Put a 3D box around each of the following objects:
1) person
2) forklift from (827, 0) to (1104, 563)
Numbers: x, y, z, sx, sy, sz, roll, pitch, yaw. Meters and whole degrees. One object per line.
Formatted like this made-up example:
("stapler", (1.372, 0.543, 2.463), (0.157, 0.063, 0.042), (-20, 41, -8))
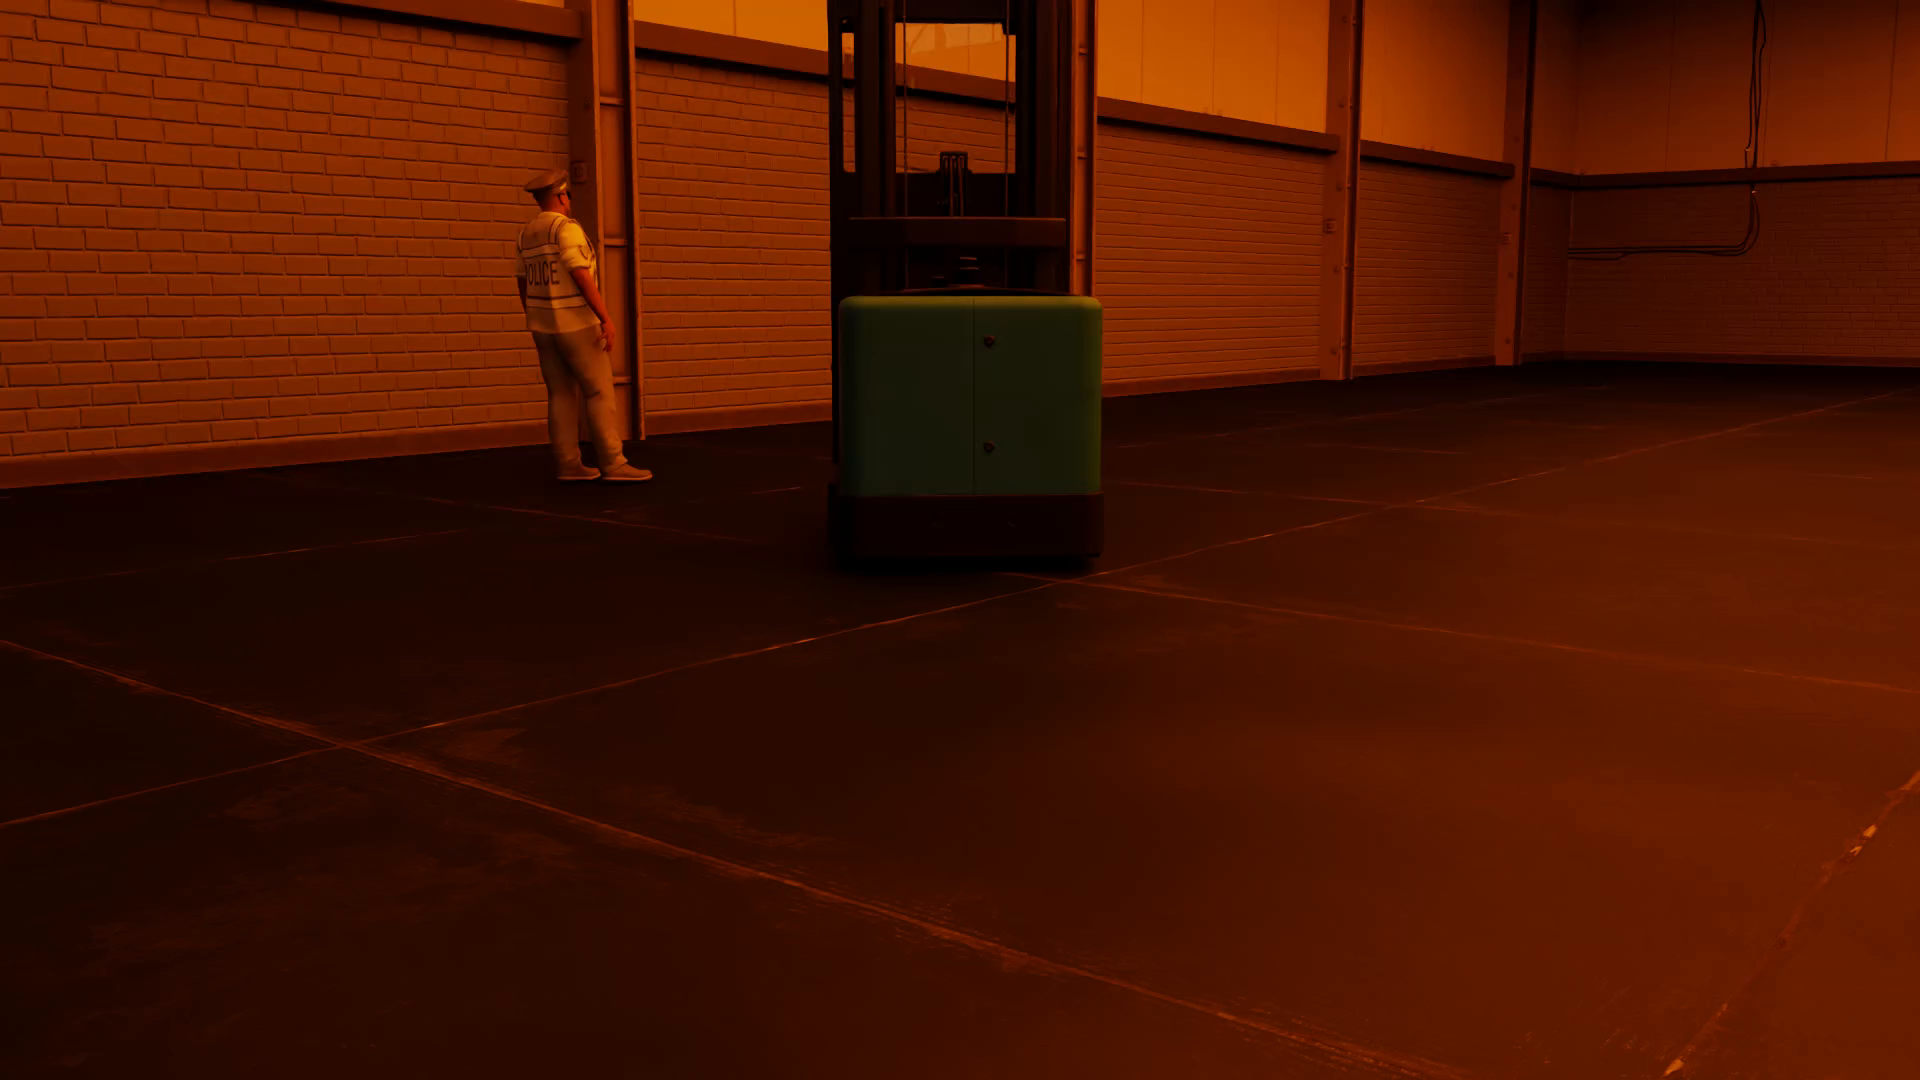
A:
("person", (-2.193, -1.224, 9.561), (0.636, 1.781, 0.576), (6, 10, 35))
("forklift", (-0.065, -1.534, 7.764), (1.130, 2.935, 3.031), (-1, 8, -5))
